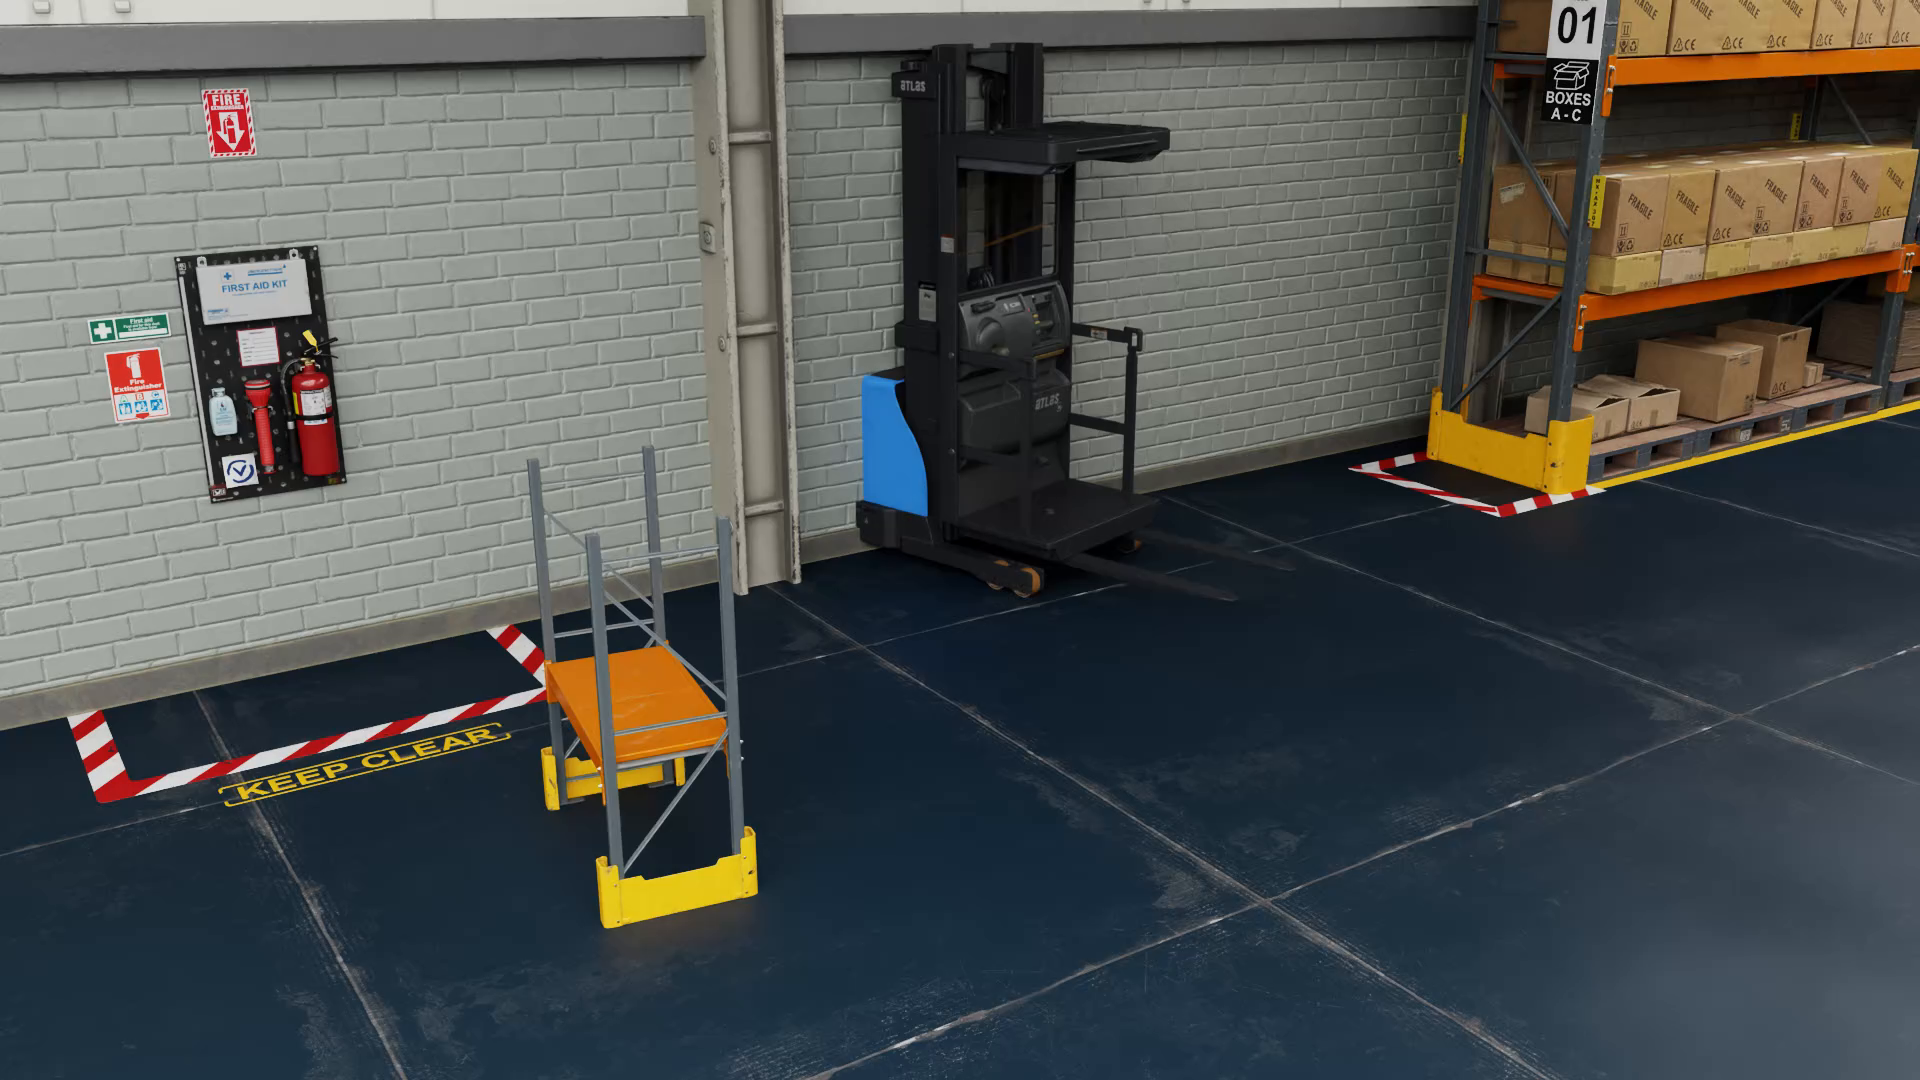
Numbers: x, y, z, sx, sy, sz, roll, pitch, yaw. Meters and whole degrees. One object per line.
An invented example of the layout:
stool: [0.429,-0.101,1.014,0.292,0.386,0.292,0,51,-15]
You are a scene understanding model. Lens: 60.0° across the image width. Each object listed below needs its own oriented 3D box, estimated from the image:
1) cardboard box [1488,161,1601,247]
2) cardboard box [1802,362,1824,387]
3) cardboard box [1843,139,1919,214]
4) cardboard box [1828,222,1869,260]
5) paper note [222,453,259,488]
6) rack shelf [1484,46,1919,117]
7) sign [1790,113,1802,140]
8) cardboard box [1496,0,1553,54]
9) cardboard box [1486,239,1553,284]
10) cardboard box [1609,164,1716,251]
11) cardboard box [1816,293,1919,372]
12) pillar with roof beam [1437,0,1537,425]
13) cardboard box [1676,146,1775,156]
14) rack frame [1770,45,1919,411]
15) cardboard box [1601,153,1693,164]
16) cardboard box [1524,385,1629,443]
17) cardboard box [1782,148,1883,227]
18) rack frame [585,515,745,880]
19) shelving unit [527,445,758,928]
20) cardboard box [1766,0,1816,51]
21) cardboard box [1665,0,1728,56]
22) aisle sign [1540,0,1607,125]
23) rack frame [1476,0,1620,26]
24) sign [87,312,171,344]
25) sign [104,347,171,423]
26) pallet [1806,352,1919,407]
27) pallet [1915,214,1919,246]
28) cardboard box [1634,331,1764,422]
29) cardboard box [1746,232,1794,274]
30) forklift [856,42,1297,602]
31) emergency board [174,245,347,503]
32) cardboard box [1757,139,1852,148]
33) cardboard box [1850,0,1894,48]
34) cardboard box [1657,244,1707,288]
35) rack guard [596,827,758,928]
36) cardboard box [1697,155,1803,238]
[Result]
cardboard box: [4.025,-2.321,11.460,0.500,0.500,0.500,-12,22,-32]
cardboard box: [6.658,-1.356,13.310,0.250,0.166,0.380,-16,24,-38]
cardboard box: [7.532,-2.929,13.381,0.500,0.500,0.700,-12,22,-31]
cardboard box: [6.439,-2.281,12.510,0.500,0.250,0.500,-12,22,-31]
paper note: [-3.425,-0.330,7.914,0.142,0.148,0.016,-12,22,-31]
rack shelf: [5.418,-3.320,11.822,4.000,0.370,1.077,-12,22,-31]
sign: [6.780,-3.289,13.481,0.005,0.325,0.100,-12,22,-31]
cardboard box: [3.957,-3.507,11.063,0.500,0.500,0.500,-10,21,-28]
cardboard box: [4.032,-1.960,11.563,0.500,0.250,0.500,-12,22,-31]
cardboard box: [4.730,-2.270,11.306,0.500,0.500,0.500,-12,22,-31]
cardboard box: [7.694,-1.751,13.956,0.500,0.500,0.700,-11,22,-30]
pillar with roof beam: [6.224,-3.933,7.827,0.400,9.000,9.100,-12,22,-31]
cardboard box: [5.728,-2.683,12.528,0.500,0.500,0.500,-11,22,-30]
rack frame: [7.088,-2.592,13.229,0.127,3.000,1.000,-12,22,-31]
cardboard box: [4.880,-2.500,11.987,0.500,0.500,0.500,-13,22,-33]
cardboard box: [4.375,-0.920,11.794,0.500,0.311,0.500,-15,24,-37]
cardboard box: [6.450,-2.631,12.374,0.500,0.500,0.500,-12,22,-32]
rack frame: [-1.035,0.661,5.947,0.500,1.500,0.032,-8,20,-23]
shelving unit: [-1.251,0.511,6.393,0.587,1.500,1.083,-8,20,-23]
cardboard box: [5.500,-3.635,11.443,0.500,0.500,0.500,-10,21,-28]
cardboard box: [4.633,-3.443,10.873,0.500,0.500,0.500,-10,21,-28]
aisle sign: [3.853,-3.026,10.454,0.004,0.787,0.394,-12,22,-31]
rack frame: [3.748,-4.730,10.184,0.127,3.000,1.000,-12,22,-31]
sign: [-3.749,-0.957,7.509,0.331,0.109,0.001,-12,22,-31]
sign: [-3.758,-0.708,7.599,0.234,0.329,0.001,-12,22,-31]
pallet: [7.738,-1.409,14.083,1.213,0.211,1.003,-12,22,-31]
pallet: [7.807,-2.597,13.543,1.213,0.211,1.003,-12,22,-31]
cardboard box: [5.491,-1.226,12.404,0.500,0.500,0.700,-14,23,-35]
cardboard box: [5.608,-2.099,11.973,0.500,0.250,0.500,-12,22,-31]
forklift: [0.478,-1.258,9.390,3.031,2.935,1.130,15,24,38]
emergency board: [-3.239,-0.761,7.811,0.643,1.169,0.194,-12,22,-31]
cardboard box: [6.581,-2.859,13.050,0.500,0.500,0.500,-13,22,-33]
cardboard box: [6.373,-3.829,12.017,0.500,0.500,0.500,-14,23,-36]
cardboard box: [4.756,-1.922,11.451,0.500,0.250,0.500,-13,22,-33]
rack guard: [-1.043,1.248,6.164,0.587,0.250,0.087,-8,20,-23]
cardboard box: [5.590,-2.453,11.849,0.500,0.500,0.500,-11,22,-30]
